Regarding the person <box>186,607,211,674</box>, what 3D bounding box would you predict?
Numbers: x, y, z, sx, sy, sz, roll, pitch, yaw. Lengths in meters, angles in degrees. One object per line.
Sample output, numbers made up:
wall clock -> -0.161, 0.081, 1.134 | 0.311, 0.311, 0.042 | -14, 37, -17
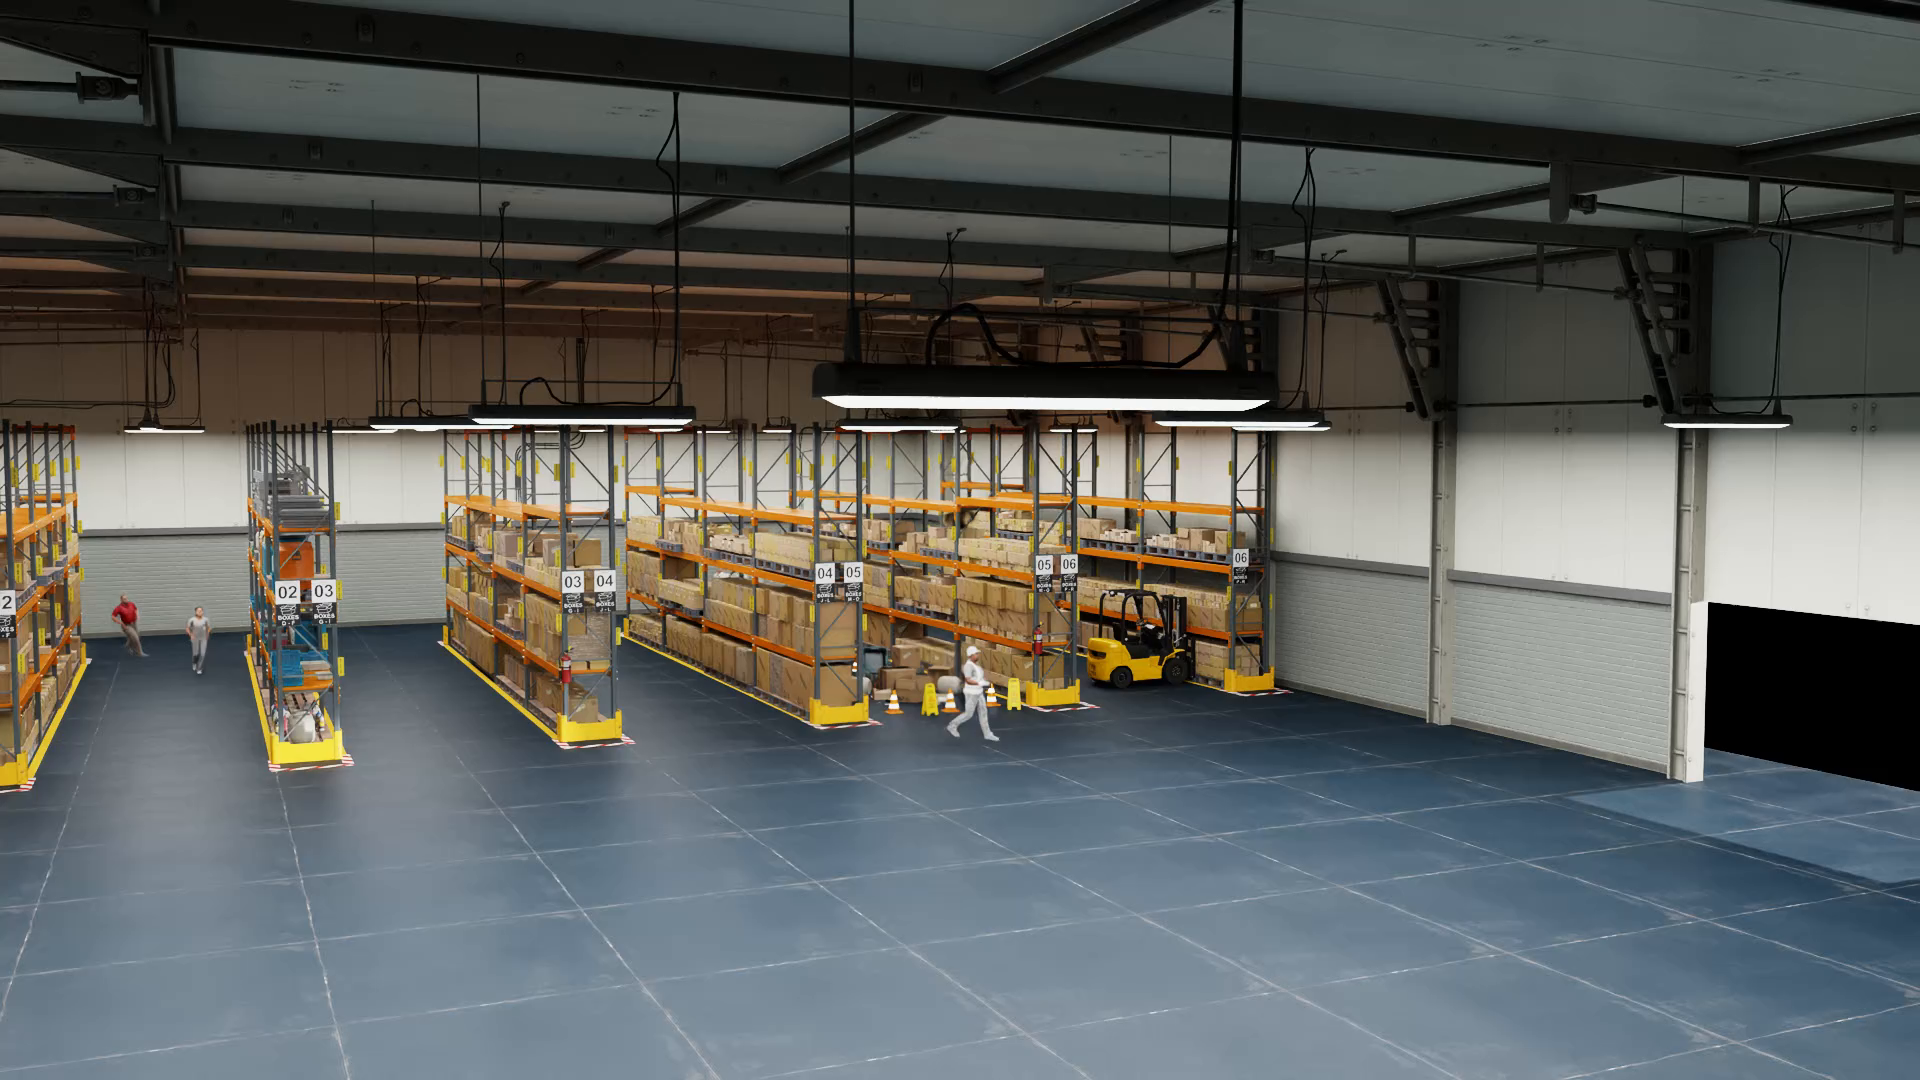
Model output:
person -> -18.287, 2.408, 39.986 | 0.542, 1.624, 0.555 | -2, 4, -33

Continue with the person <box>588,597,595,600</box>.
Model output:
person -> -10.027, 2.040, 45.618 | 0.667, 1.708, 0.701 | -1, 4, -18

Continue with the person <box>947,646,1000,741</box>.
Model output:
person -> 0.244, 2.863, 31.019 | 1.009, 1.772, 0.689 | 1, 4, 17

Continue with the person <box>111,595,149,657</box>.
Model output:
person -> -21.506, 2.221, 42.957 | 0.785, 1.655, 0.821 | 1, 4, 18

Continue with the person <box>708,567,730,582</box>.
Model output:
person -> -7.359, 1.666, 50.796 | 0.777, 1.826, 0.685 | -3, 5, -44
